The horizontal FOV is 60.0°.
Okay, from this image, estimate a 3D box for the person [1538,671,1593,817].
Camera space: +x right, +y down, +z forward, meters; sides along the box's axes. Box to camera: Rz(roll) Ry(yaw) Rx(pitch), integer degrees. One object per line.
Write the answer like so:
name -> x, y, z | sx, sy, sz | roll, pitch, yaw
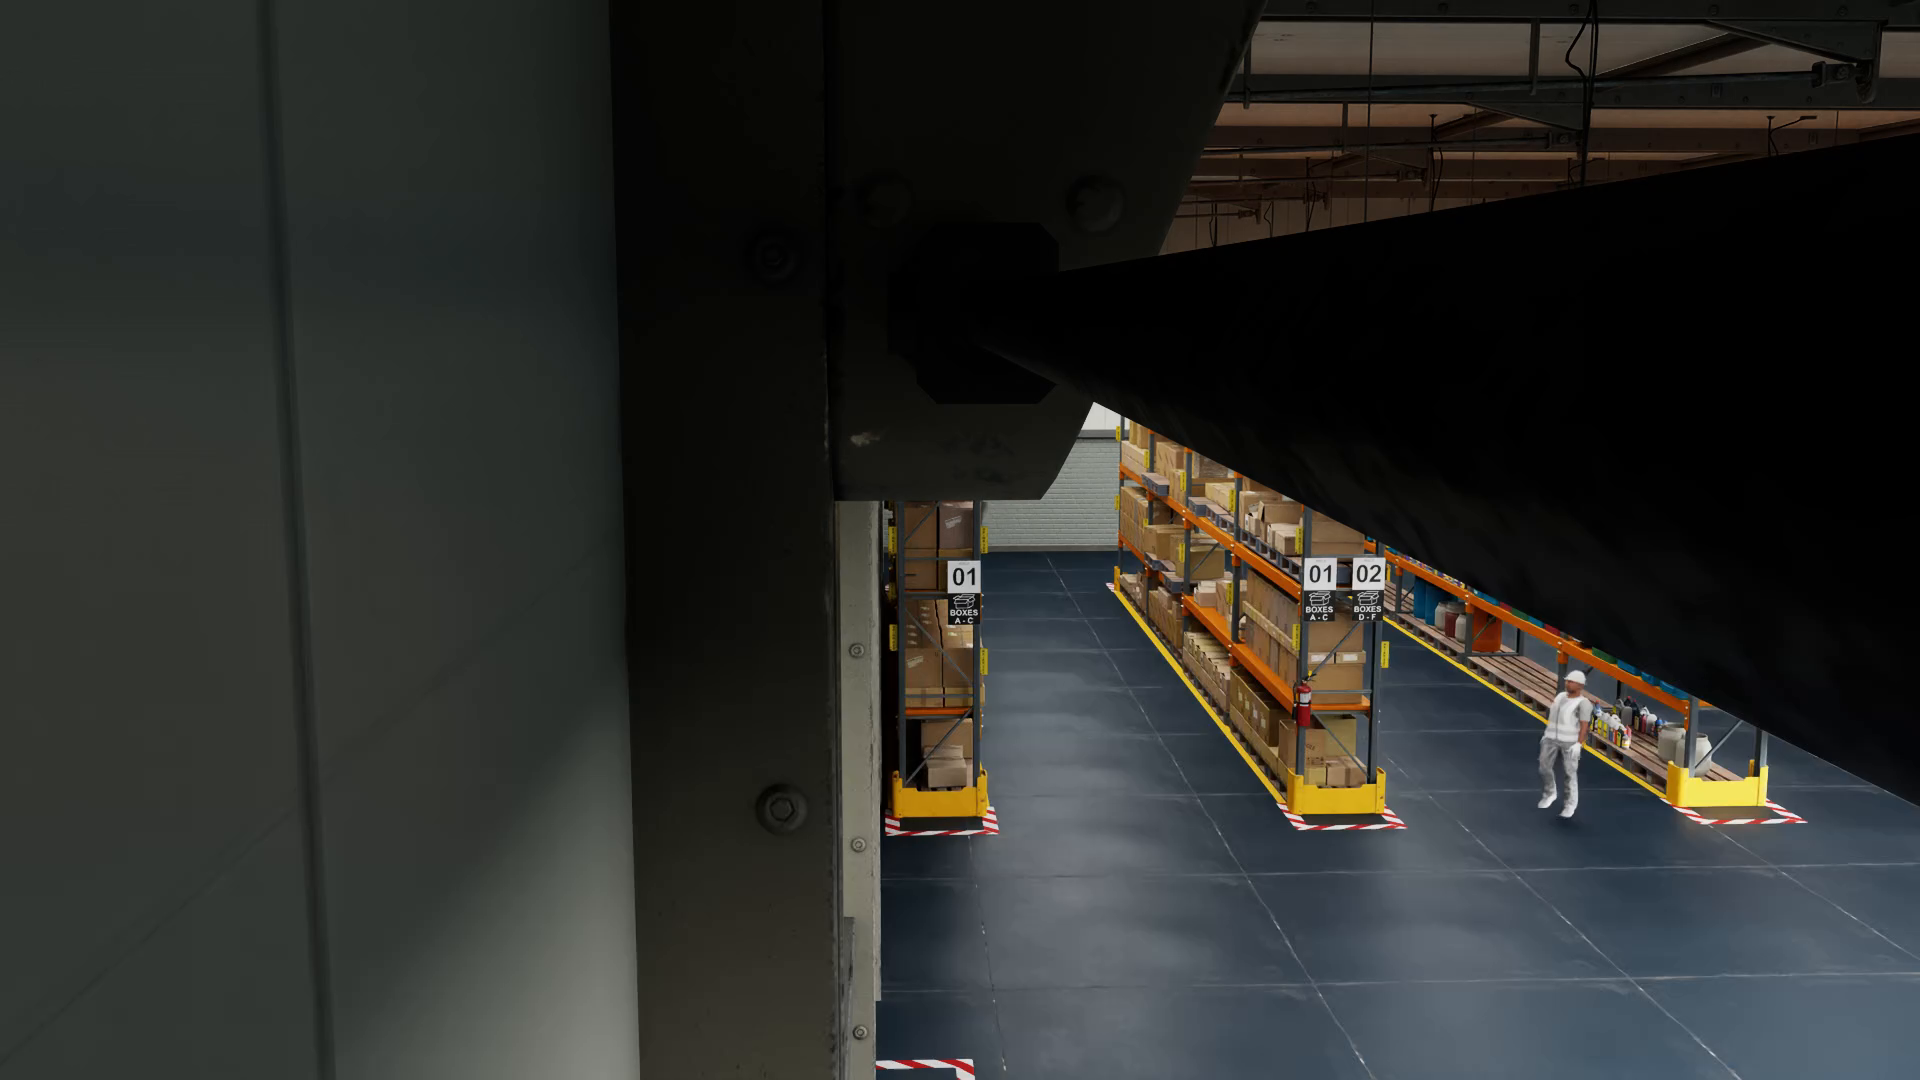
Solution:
person -> 7.463, 2.502, 20.577 | 0.638, 1.777, 0.587 | 7, 11, 41
